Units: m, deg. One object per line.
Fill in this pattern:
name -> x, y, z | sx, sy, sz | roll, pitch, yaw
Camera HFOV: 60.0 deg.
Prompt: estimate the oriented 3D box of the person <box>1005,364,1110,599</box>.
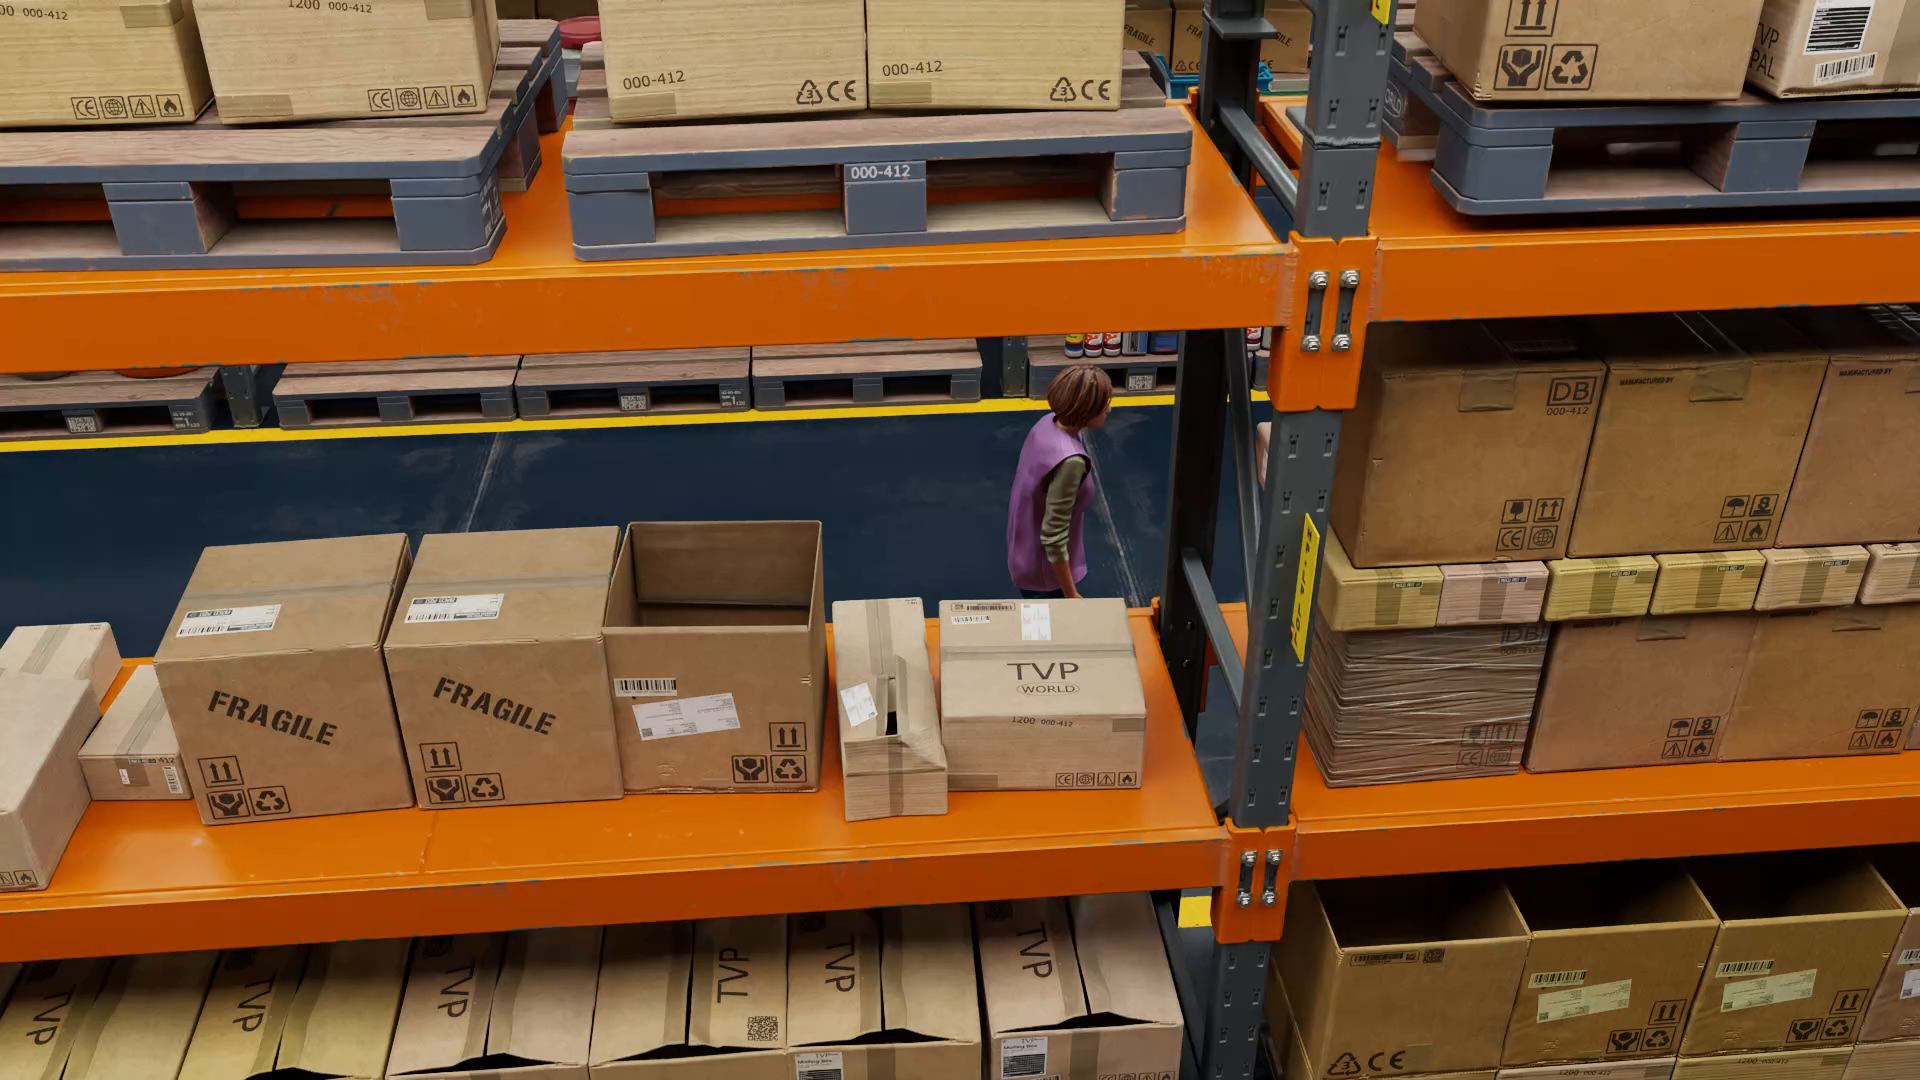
person -> 0.339, 0.108, 5.968 | 0.345, 1.593, 0.460 | -2, 32, -3
